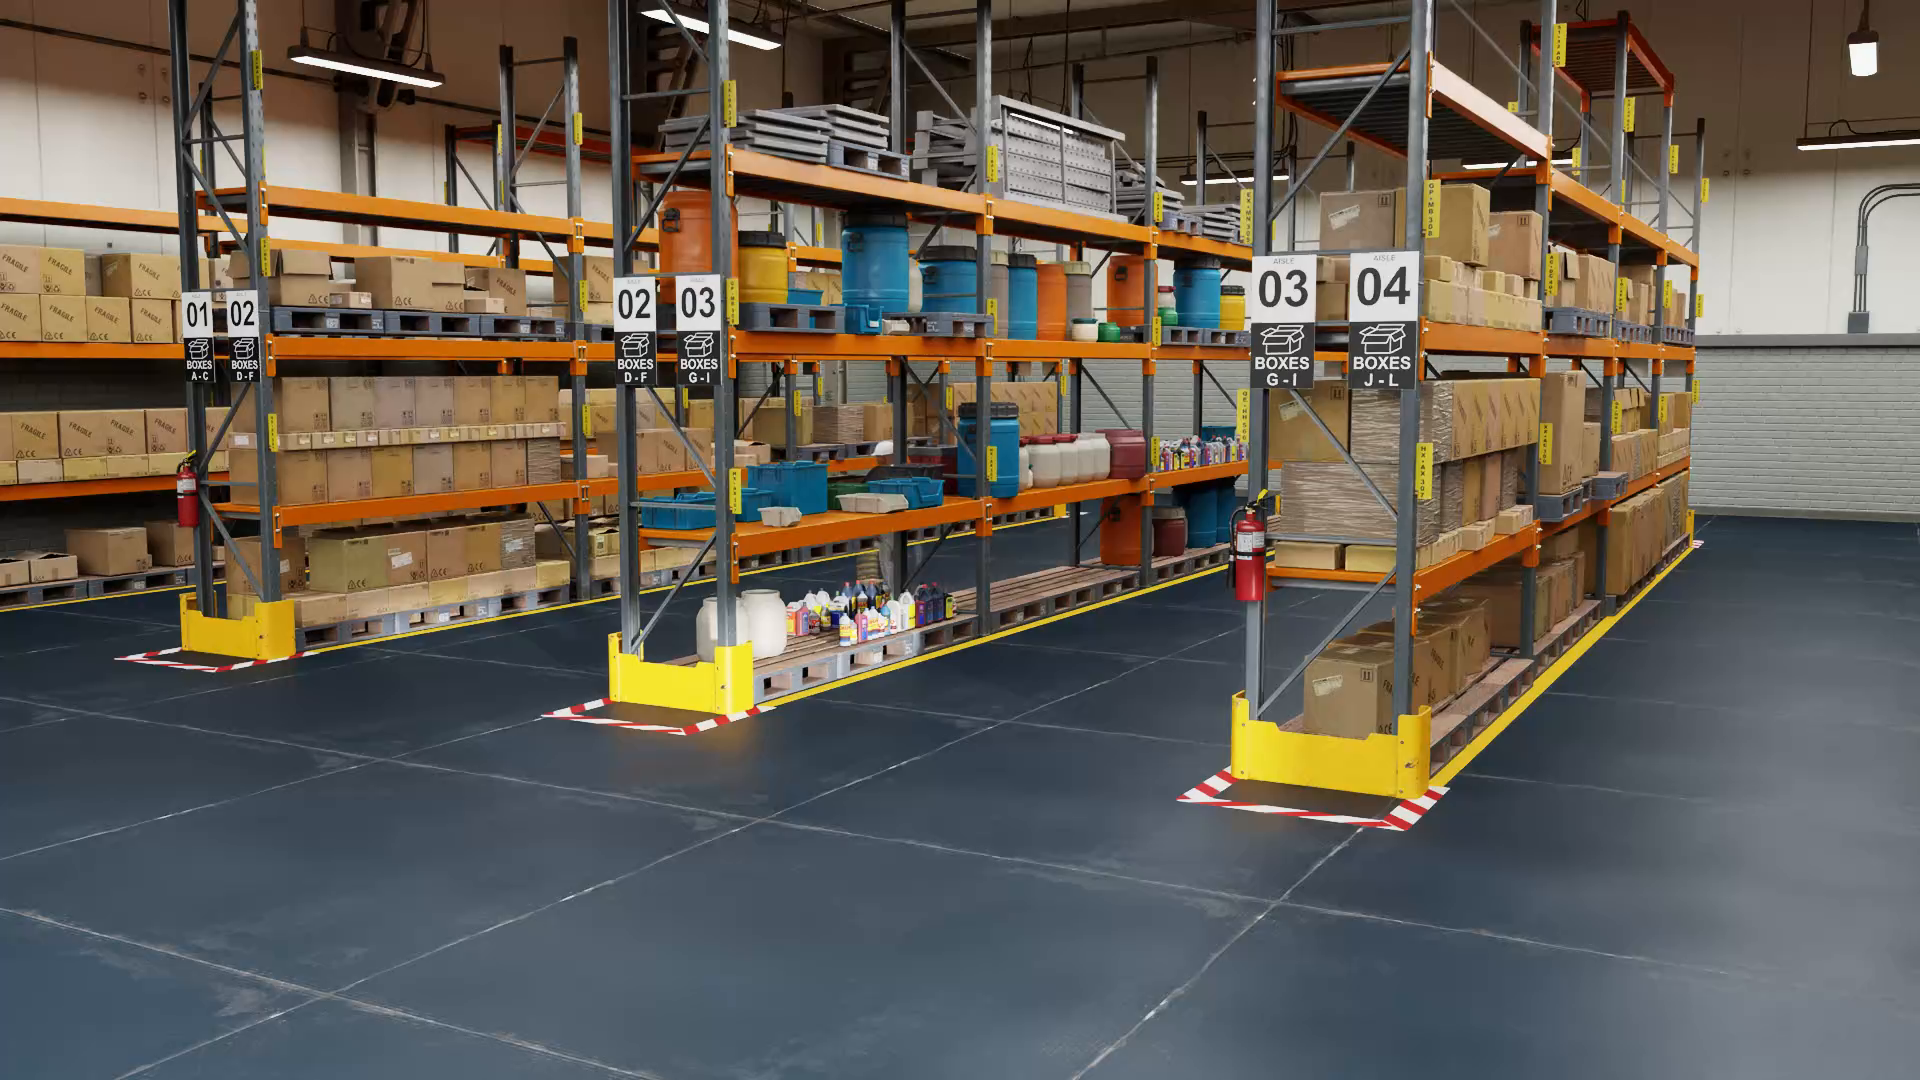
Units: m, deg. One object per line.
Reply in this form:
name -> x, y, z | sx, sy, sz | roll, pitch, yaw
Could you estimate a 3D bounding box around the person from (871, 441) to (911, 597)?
person -> -0.725, -0.177, 17.777 | 0.461, 1.759, 0.631 | 3, 7, 25
